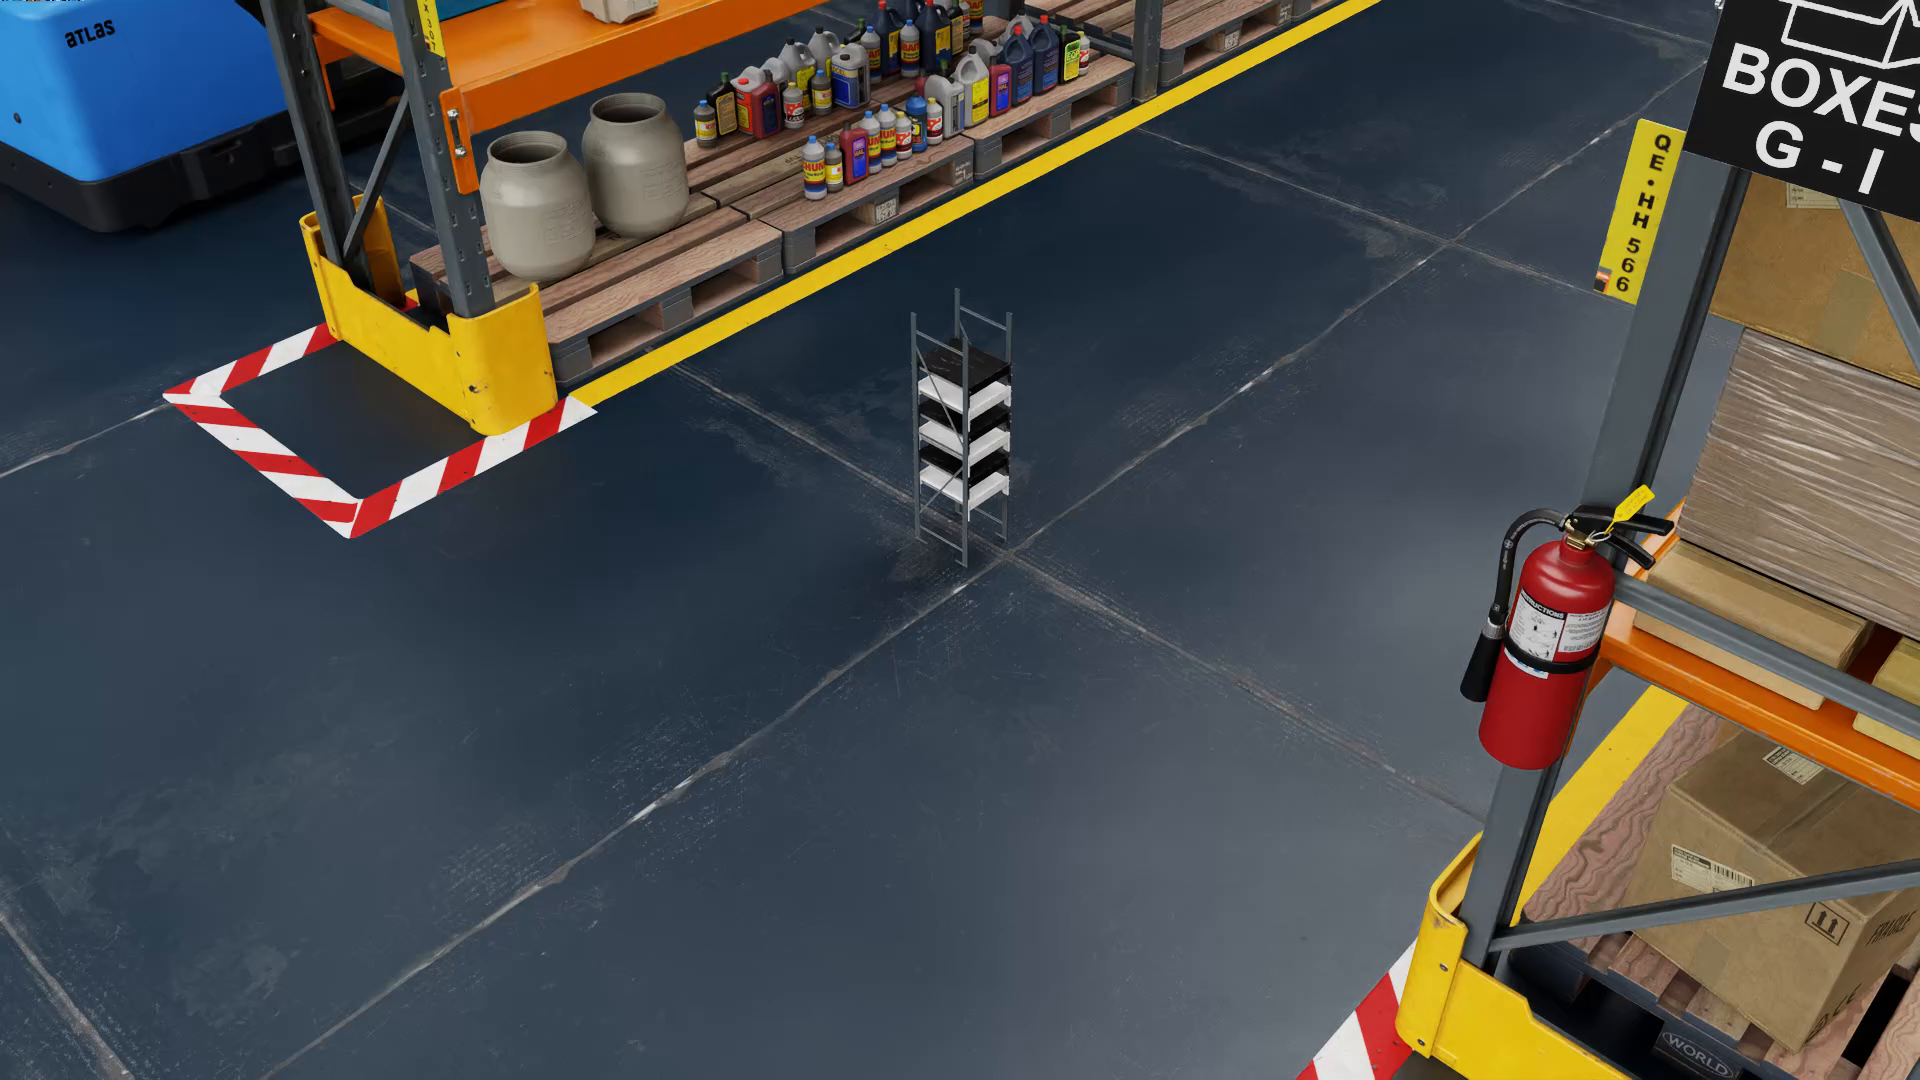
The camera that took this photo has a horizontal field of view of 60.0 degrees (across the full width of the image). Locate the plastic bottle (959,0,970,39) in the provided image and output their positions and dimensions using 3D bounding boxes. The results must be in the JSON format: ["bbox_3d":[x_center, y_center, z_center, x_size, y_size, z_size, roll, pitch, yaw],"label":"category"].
[{"bbox_3d":[0.005,-2.723,8.659,0.097,0.201,0.097,0,38,0],"label":"plastic bottle"}]

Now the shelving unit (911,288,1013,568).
[{"bbox_3d":[0.005,-0.356,5.475,0.258,0.900,0.210,30,47,32],"label":"shelving unit"}]

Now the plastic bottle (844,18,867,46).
[{"bbox_3d":[-0.509,-2.422,8.215,0.133,0.283,0.061,-32,48,-34],"label":"plastic bottle"}]

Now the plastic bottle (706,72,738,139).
[{"bbox_3d":[-1.106,-2.016,7.704,0.061,0.283,0.133,31,48,33],"label":"plastic bottle"}]

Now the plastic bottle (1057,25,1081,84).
[{"bbox_3d":[0.531,-2.405,8.193,0.133,0.283,0.061,-32,48,-33],"label":"plastic bottle"}]

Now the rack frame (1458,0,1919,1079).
[{"bbox_3d":[1.569,0.262,3.010,1.000,3.000,0.127,30,47,32],"label":"rack frame"}]

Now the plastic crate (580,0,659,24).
[{"bbox_3d":[-1.246,-1.990,6.055,0.298,0.136,0.250,30,47,32],"label":"plastic crate"}]

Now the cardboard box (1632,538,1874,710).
[{"bbox_3d":[1.609,0.143,3.362,0.380,0.149,0.250,30,47,32],"label":"cardboard box"}]

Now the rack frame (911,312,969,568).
[{"bbox_3d":[-0.063,-0.309,5.416,0.240,0.900,0.006,30,47,32],"label":"rack frame"}]

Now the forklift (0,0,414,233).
[{"bbox_3d":[-3.246,-3.365,7.627,1.130,2.935,3.031,26,45,28],"label":"forklift"}]

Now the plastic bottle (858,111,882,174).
[{"bbox_3d":[-0.403,-1.781,7.419,0.097,0.271,0.097,0,38,0],"label":"plastic bottle"}]

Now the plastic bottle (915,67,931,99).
[{"bbox_3d":[-0.149,-2.082,7.787,0.061,0.283,0.133,30,47,32],"label":"plastic bottle"}]

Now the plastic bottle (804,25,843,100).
[{"bbox_3d":[-0.653,-2.312,8.022,0.144,0.351,0.185,29,47,32],"label":"plastic bottle"}]

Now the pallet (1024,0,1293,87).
[{"bbox_3d":[1.113,-2.941,9.279,1.003,0.211,1.213,30,47,32],"label":"pallet"}]

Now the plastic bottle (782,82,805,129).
[{"bbox_3d":[-0.783,-2.046,7.808,0.097,0.201,0.097,0,38,0],"label":"plastic bottle"}]

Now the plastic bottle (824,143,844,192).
[{"bbox_3d":[-0.564,-1.644,7.302,0.097,0.201,0.097,0,38,0],"label":"plastic bottle"}]

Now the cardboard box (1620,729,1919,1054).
[{"bbox_3d":[2.003,0.796,4.009,0.500,0.500,0.500,-25,45,-28],"label":"cardboard box"}]

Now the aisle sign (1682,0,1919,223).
[{"bbox_3d":[1.306,-0.853,2.324,0.394,0.787,0.004,30,47,32],"label":"aisle sign"}]

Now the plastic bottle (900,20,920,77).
[{"bbox_3d":[-0.248,-2.445,8.254,0.097,0.271,0.097,0,38,0],"label":"plastic bottle"}]

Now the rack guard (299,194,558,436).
[{"bbox_3d":[-2.070,-0.894,6.472,1.175,0.500,0.348,30,47,32],"label":"rack guard"}]

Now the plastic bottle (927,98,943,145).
[{"bbox_3d":[-0.130,-1.940,7.674,0.097,0.201,0.097,0,38,0],"label":"plastic bottle"}]

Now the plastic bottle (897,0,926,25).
[{"bbox_3d":[-0.239,-2.594,8.377,0.144,0.351,0.185,31,48,33],"label":"plastic bottle"}]

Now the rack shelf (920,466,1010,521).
[{"bbox_3d":[0.005,-0.189,5.607,0.258,0.077,0.200,30,47,32],"label":"rack shelf"}]

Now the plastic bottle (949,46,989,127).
[{"bbox_3d":[0.043,-2.137,7.802,0.144,0.351,0.185,29,47,32],"label":"plastic bottle"}]

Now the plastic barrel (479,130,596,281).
[{"bbox_3d":[-1.699,-1.342,6.690,0.421,0.512,0.421,0,38,0],"label":"plastic barrel"}]

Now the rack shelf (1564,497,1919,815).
[{"bbox_3d":[2.918,-0.375,4.389,1.077,0.370,4.000,30,47,32],"label":"rack shelf"}]

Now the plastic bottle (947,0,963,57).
[{"bbox_3d":[-0.046,-2.597,8.435,0.061,0.283,0.133,30,47,32],"label":"plastic bottle"}]

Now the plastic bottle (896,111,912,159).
[{"bbox_3d":[-0.268,-1.845,7.555,0.097,0.201,0.097,0,38,0],"label":"plastic bottle"}]

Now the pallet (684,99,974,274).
[{"bbox_3d":[-0.695,-1.709,7.730,1.003,0.211,1.213,30,47,32],"label":"pallet"}]

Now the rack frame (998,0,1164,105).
[{"bbox_3d":[0.612,-3.655,7.936,1.000,3.000,0.127,30,47,32],"label":"rack frame"}]

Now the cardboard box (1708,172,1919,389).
[{"bbox_3d":[1.758,-0.641,3.023,0.500,0.500,0.500,30,47,32],"label":"cardboard box"}]

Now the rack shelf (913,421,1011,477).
[{"bbox_3d":[0.005,-0.330,5.495,0.258,0.077,0.200,30,47,32],"label":"rack shelf"}]

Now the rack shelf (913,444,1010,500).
[{"bbox_3d":[0.005,-0.259,5.551,0.258,0.077,0.200,30,47,32],"label":"rack shelf"}]

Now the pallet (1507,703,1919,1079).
[{"bbox_3d":[2.194,0.960,4.373,1.003,0.211,1.213,30,47,32],"label":"pallet"}]

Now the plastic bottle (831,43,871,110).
[{"bbox_3d":[-0.527,-2.232,7.982,0.152,0.276,0.135,30,47,32],"label":"plastic bottle"}]

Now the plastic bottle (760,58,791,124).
[{"bbox_3d":[-0.888,-2.119,7.840,0.152,0.276,0.135,28,46,31],"label":"plastic bottle"}]

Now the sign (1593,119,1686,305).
[{"bbox_3d":[1.173,-0.557,2.856,0.100,0.325,0.005,30,47,32],"label":"sign"}]

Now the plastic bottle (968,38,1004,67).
[{"bbox_3d":[0.134,-2.307,8.076,0.152,0.276,0.135,30,47,32],"label":"plastic bottle"}]

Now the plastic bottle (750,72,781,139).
[{"bbox_3d":[-0.902,-2.014,7.702,0.061,0.283,0.133,30,47,32],"label":"plastic bottle"}]

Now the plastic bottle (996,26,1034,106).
[{"bbox_3d":[0.260,-2.285,7.989,0.144,0.351,0.185,27,46,30],"label":"plastic bottle"}]
